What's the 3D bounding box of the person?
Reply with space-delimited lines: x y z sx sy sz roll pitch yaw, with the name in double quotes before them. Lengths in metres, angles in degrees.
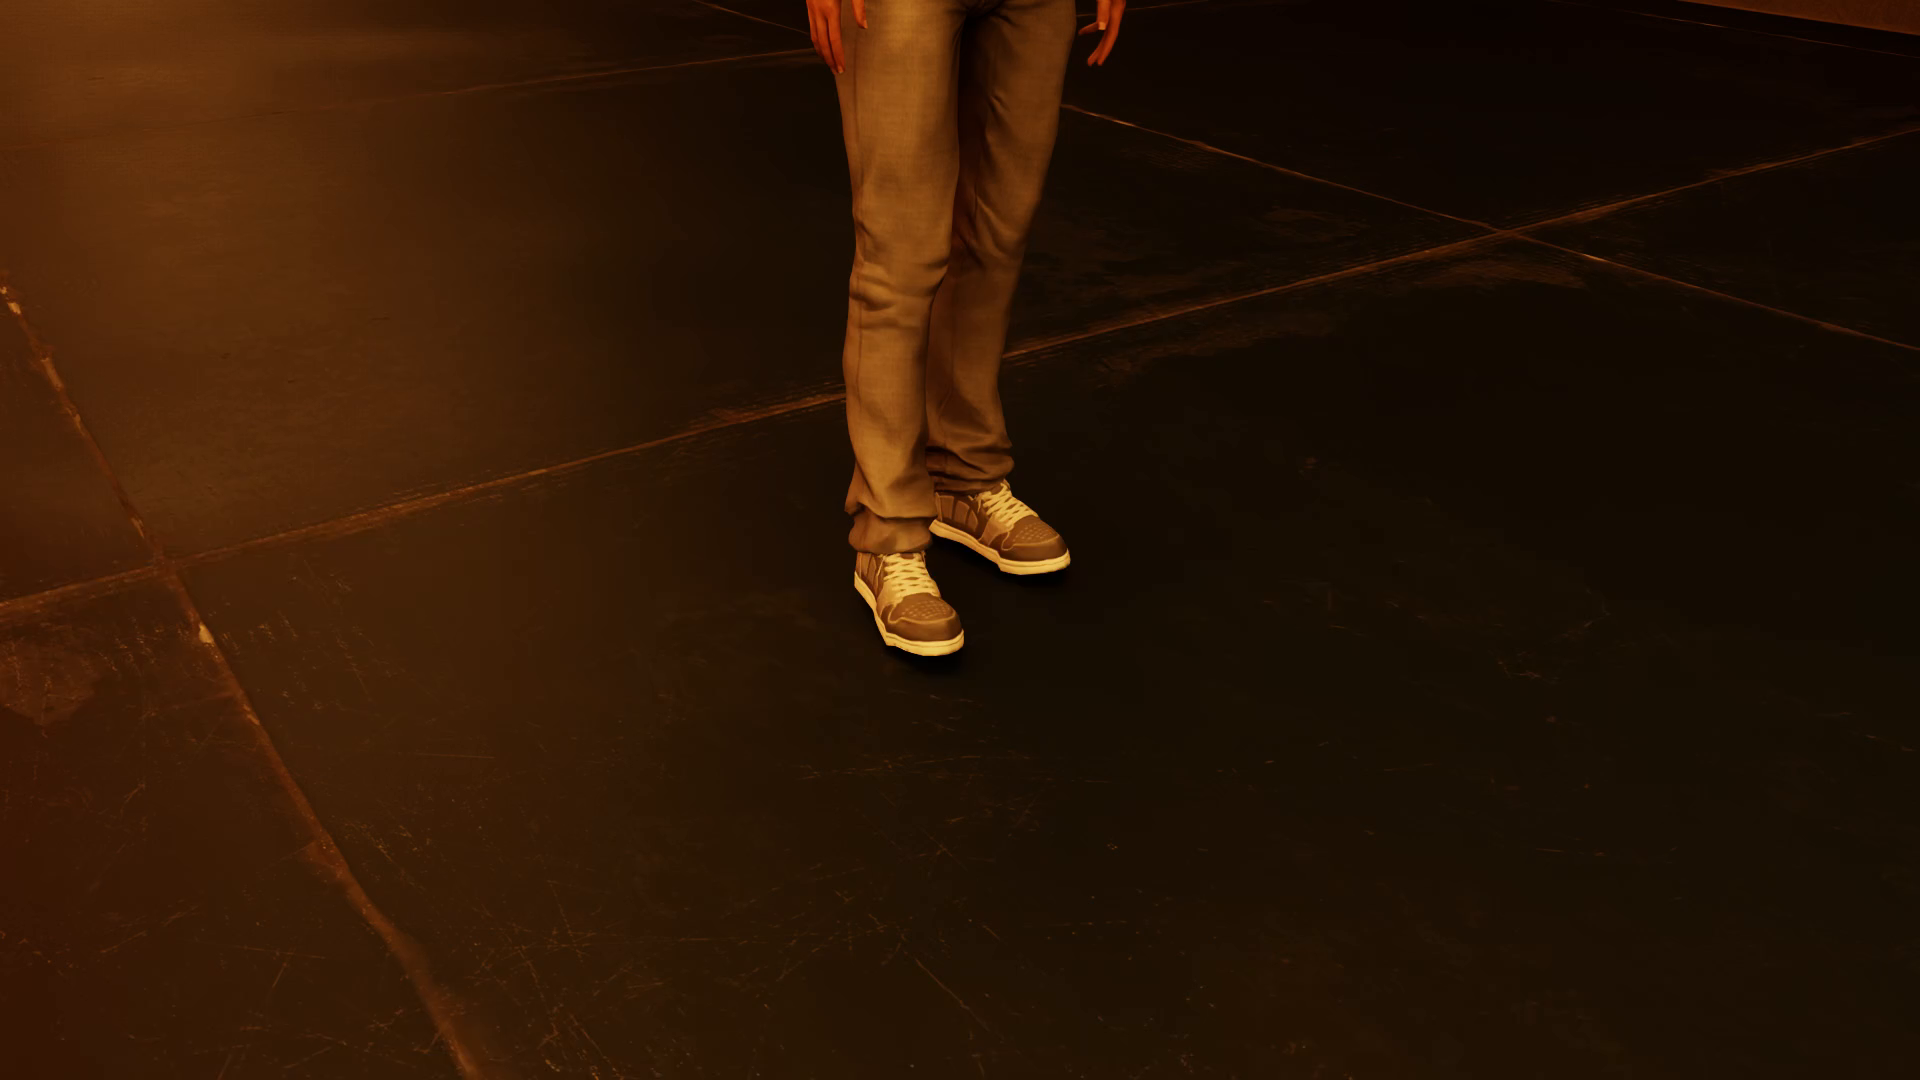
"person" 0.030 -0.690 2.077 0.520 1.597 0.475 -17 31 -31
